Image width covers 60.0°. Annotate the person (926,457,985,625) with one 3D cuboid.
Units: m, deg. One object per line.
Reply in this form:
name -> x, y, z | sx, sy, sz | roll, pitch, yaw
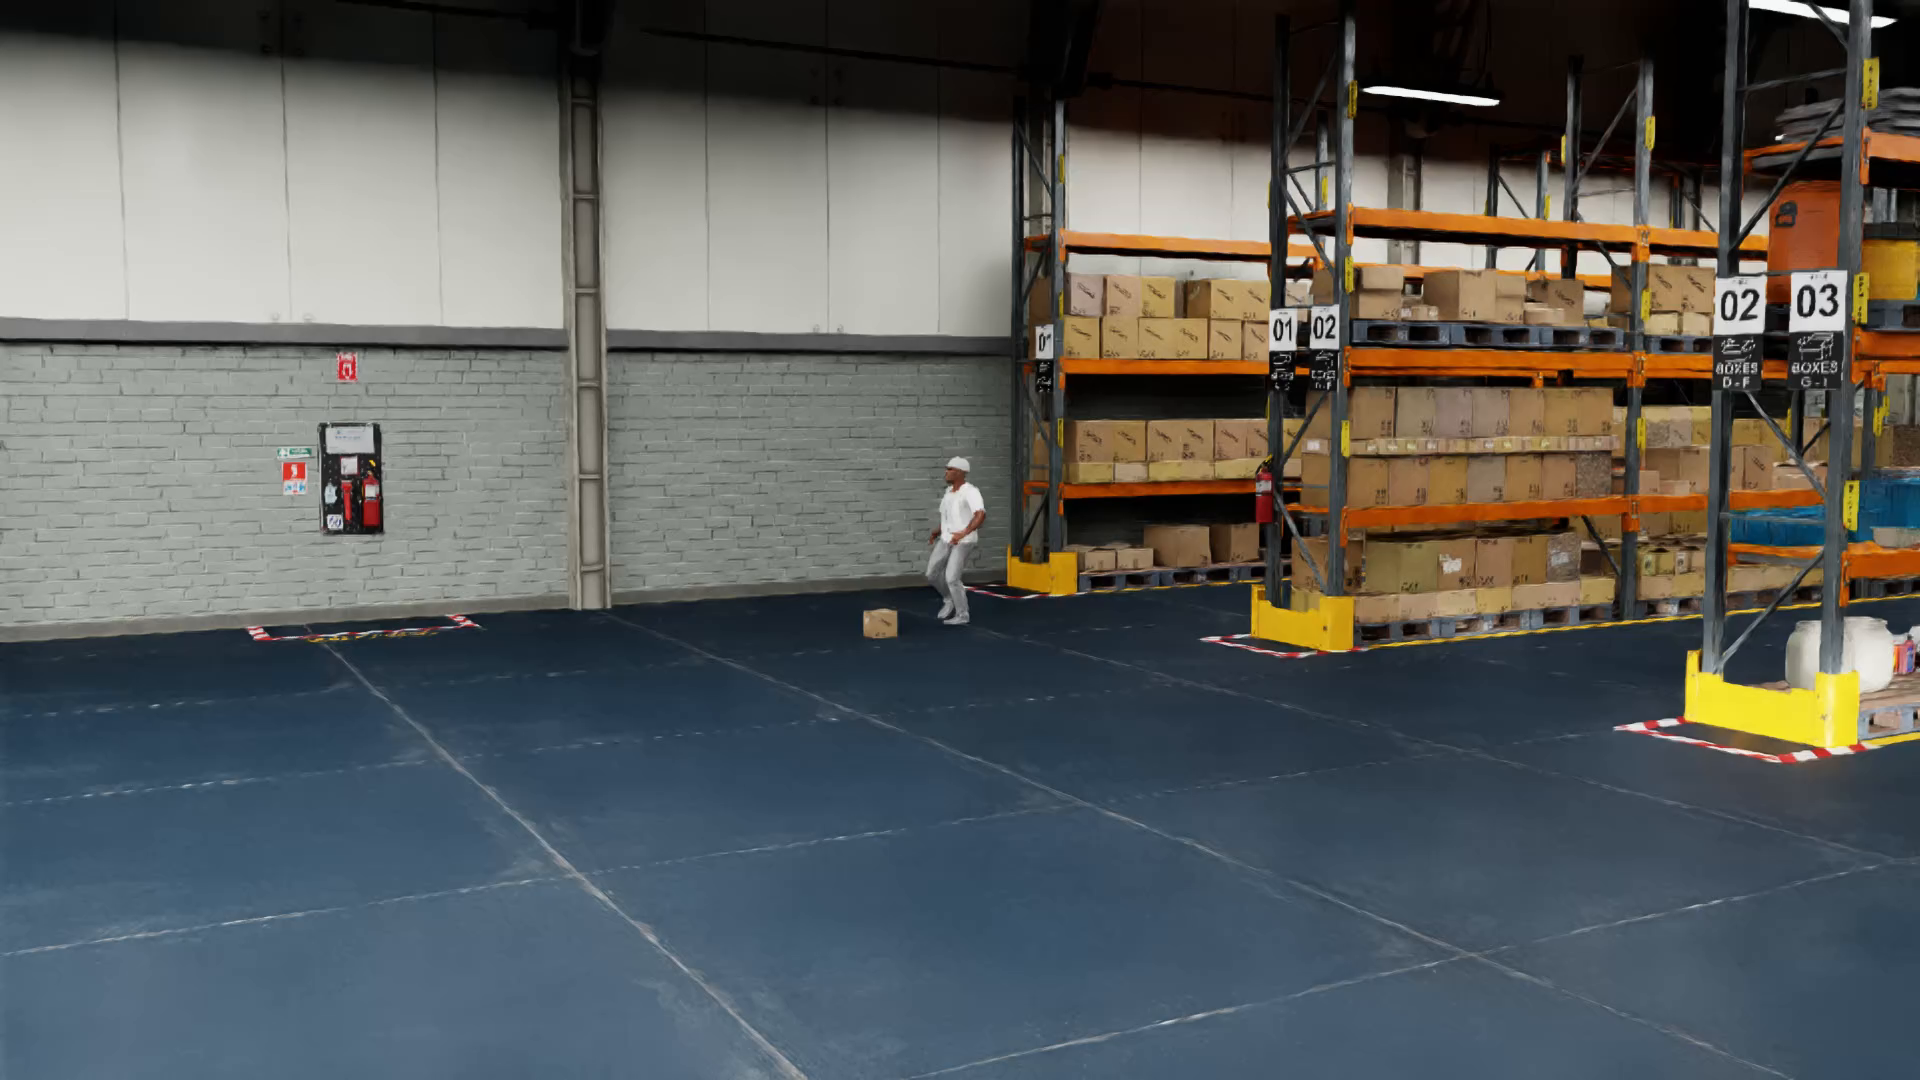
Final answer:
person -> -0.045, 0.012, 17.151 | 0.522, 1.731, 0.746 | -4, 7, -40
